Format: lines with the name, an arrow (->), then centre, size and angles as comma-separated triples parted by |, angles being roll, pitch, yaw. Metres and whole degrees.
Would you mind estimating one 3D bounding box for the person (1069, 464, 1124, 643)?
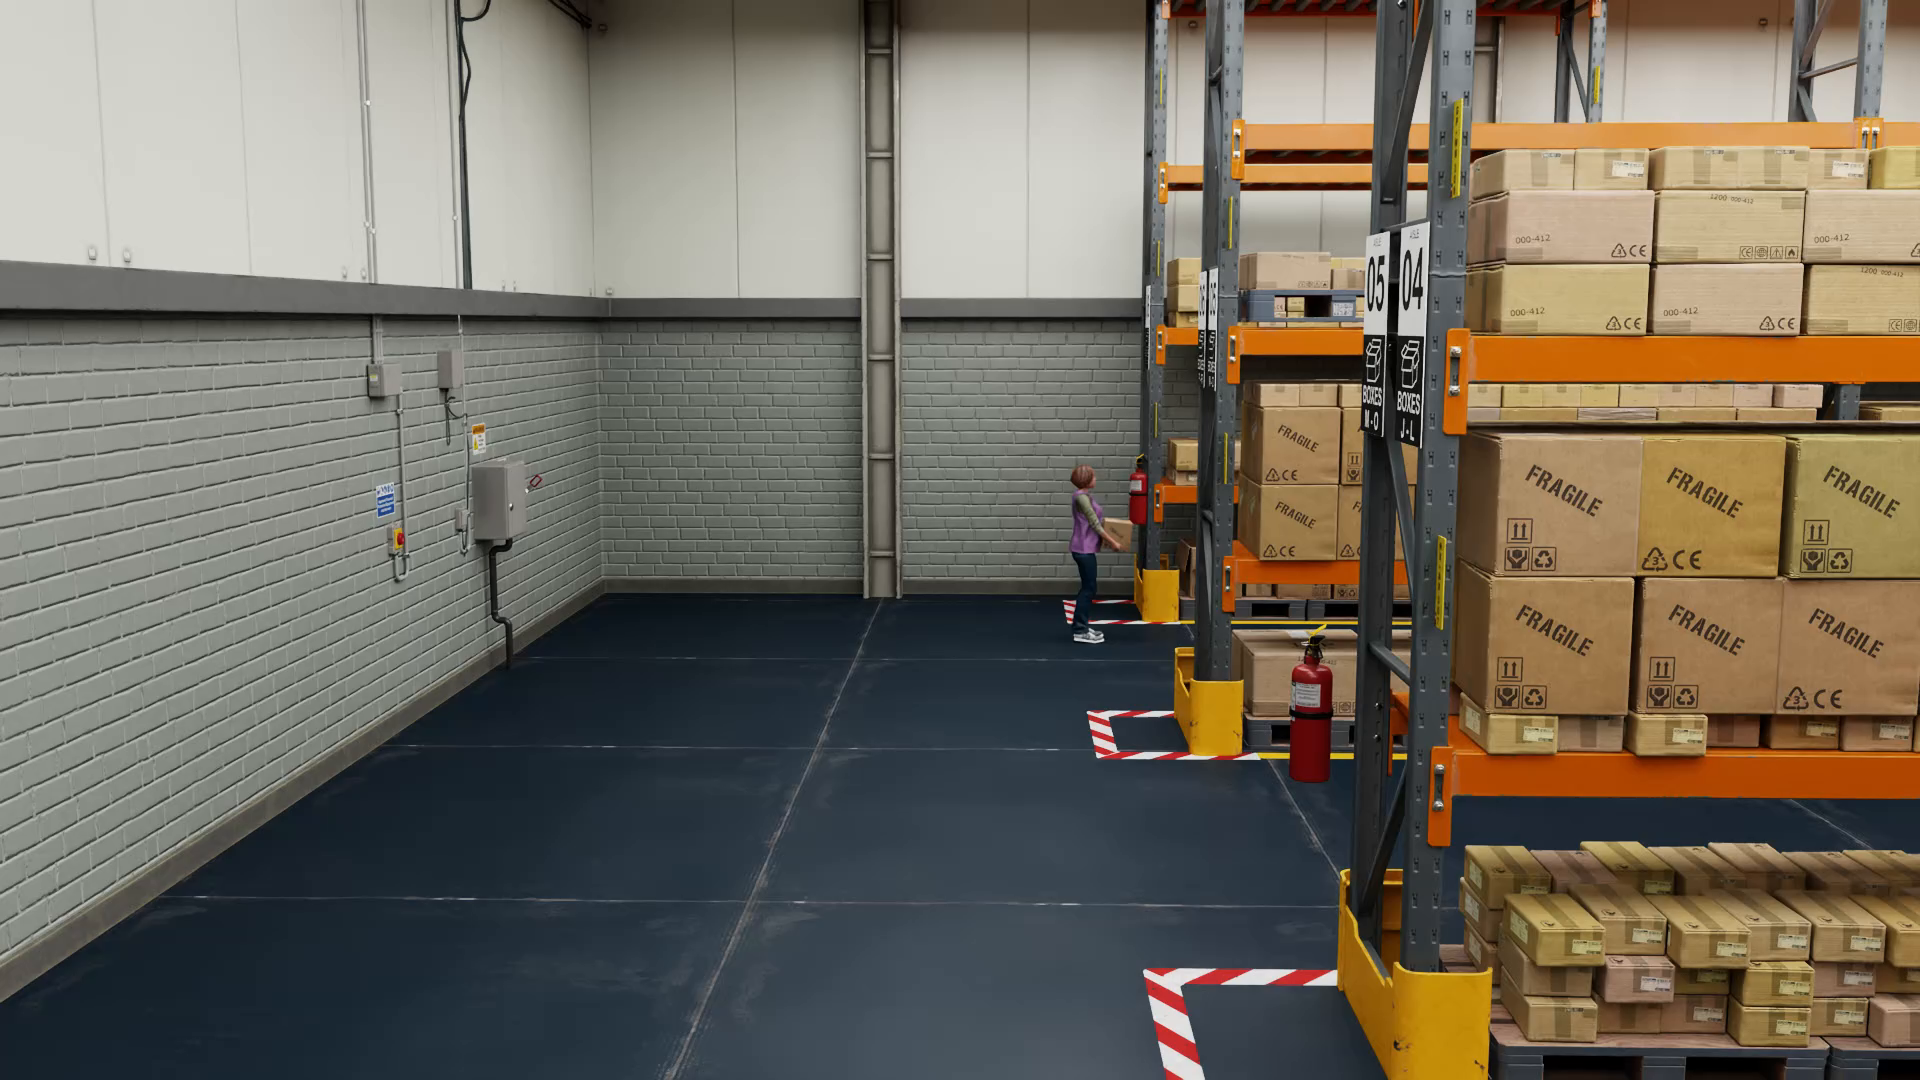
person -> 1.222, 0.118, 14.939 | 0.490, 1.596, 0.404 | 0, 7, 2
